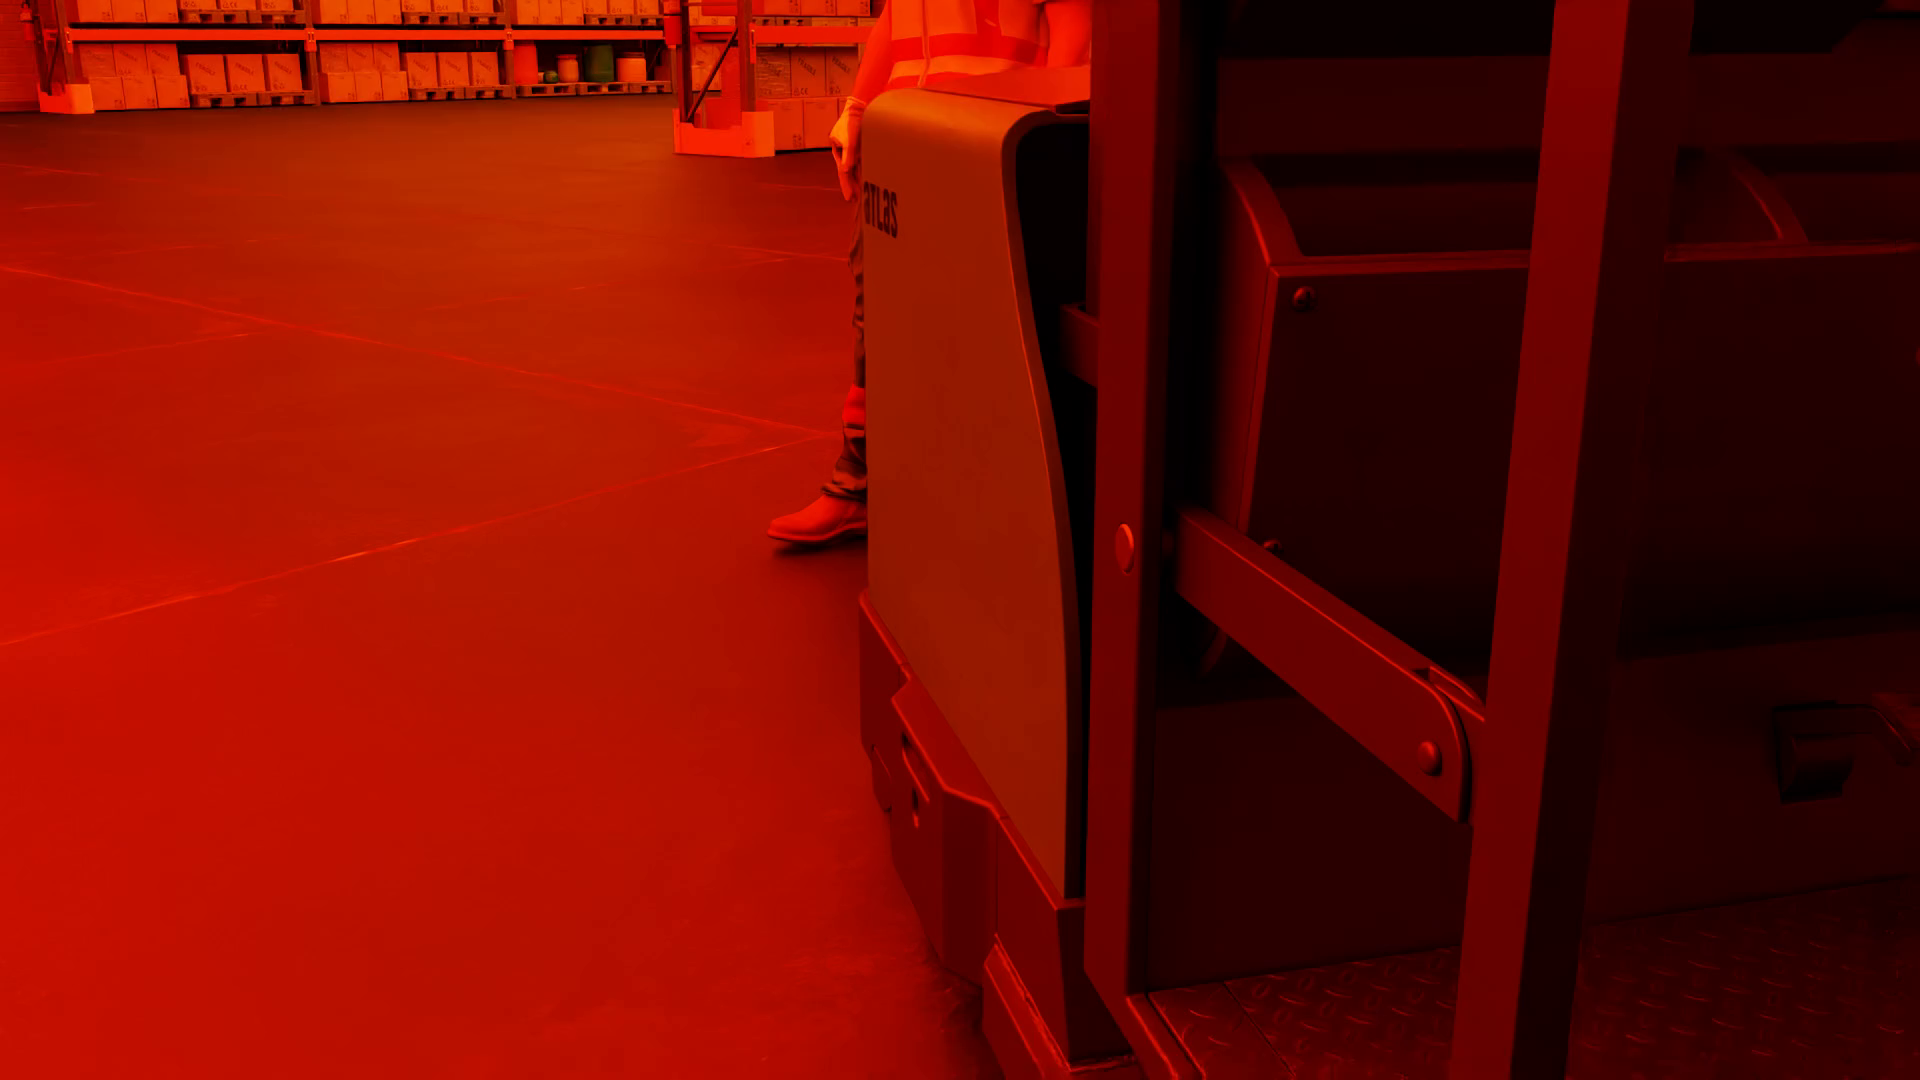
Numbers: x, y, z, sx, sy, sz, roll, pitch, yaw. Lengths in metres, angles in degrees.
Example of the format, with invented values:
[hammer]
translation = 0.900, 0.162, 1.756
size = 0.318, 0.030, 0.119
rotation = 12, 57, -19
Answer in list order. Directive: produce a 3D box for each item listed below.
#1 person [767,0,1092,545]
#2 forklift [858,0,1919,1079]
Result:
[person]
translation = -0.060, -0.847, 3.627
size = 0.638, 1.790, 0.561
rotation = 13, 21, 37
[forklift]
translation = 0.715, -0.652, 1.045
size = 1.130, 2.935, 3.031
rotation = -4, 17, -14
